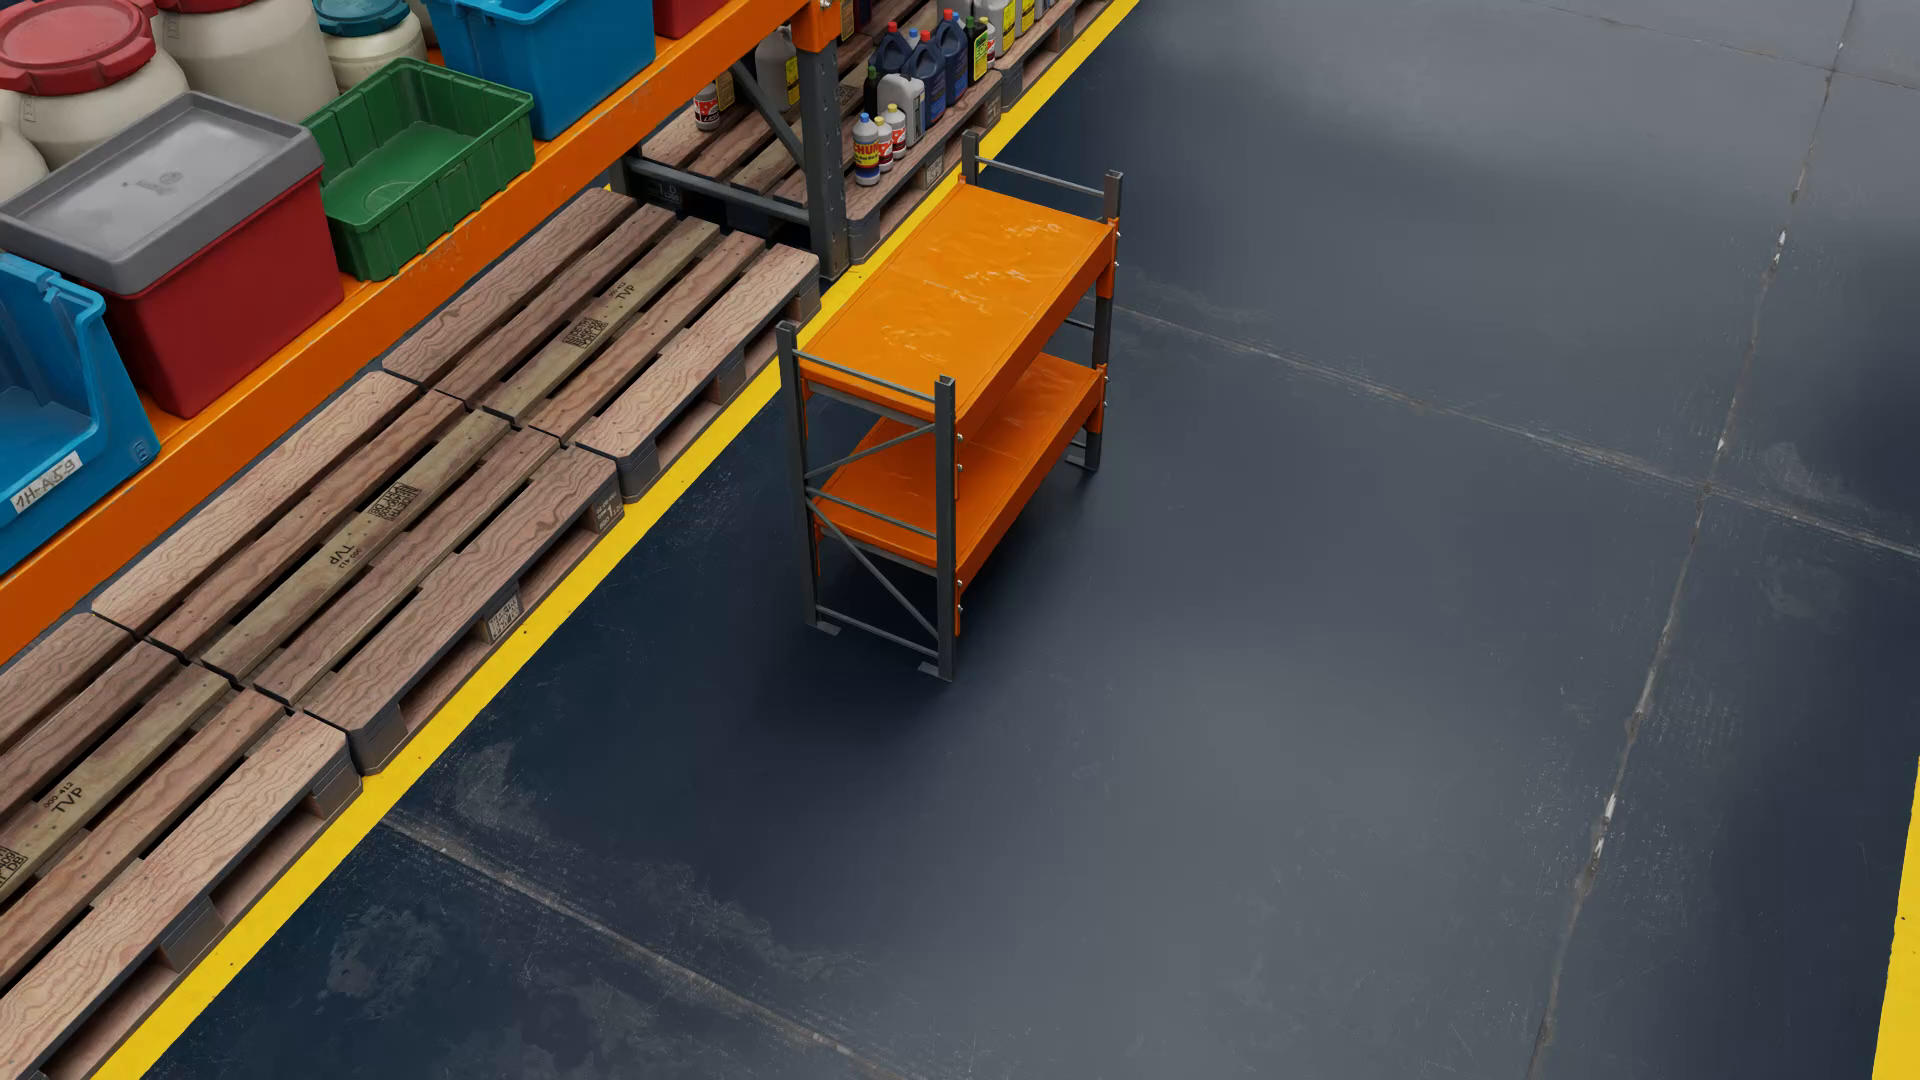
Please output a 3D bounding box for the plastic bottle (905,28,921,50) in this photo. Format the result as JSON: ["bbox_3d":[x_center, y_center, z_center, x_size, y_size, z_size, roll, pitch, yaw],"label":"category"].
[{"bbox_3d":[-0.184,-1.910,6.638,0.097,0.271,0.097,0,45,0],"label":"plastic bottle"}]

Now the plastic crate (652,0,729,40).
[{"bbox_3d":[-0.840,-1.828,4.903,0.402,0.464,0.583,20,49,19],"label":"plastic crate"}]

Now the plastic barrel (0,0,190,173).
[{"bbox_3d":[-2.066,-0.994,4.028,0.433,0.535,0.433,0,45,0],"label":"plastic barrel"}]

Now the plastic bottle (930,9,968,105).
[{"bbox_3d":[-0.056,-1.926,6.597,0.144,0.351,0.185,19,48,17],"label":"plastic bottle"}]

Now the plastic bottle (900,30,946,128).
[{"bbox_3d":[-0.144,-1.807,6.480,0.144,0.351,0.185,22,49,20],"label":"plastic bottle"}]

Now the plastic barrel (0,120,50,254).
[{"bbox_3d":[-2.259,-0.715,3.769,0.421,0.512,0.421,0,45,0],"label":"plastic barrel"}]

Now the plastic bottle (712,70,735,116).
[{"bbox_3d":[-0.955,-1.824,6.544,0.061,0.283,0.133,23,50,21],"label":"plastic bottle"}]

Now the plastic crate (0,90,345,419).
[{"bbox_3d":[-1.722,-0.631,3.720,0.402,0.464,0.583,20,49,19],"label":"plastic crate"}]

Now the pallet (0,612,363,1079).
[{"bbox_3d":[-2.349,0.813,4.298,1.003,0.211,1.213,20,49,19],"label":"pallet"}]

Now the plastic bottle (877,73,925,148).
[{"bbox_3d":[-0.224,-1.678,6.405,0.152,0.276,0.135,22,49,20],"label":"plastic bottle"}]

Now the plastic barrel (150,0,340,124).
[{"bbox_3d":[-1.865,-1.267,4.298,0.433,0.535,0.433,0,45,0],"label":"plastic barrel"}]

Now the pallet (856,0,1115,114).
[{"bbox_3d":[0.028,-2.412,7.486,1.003,0.211,1.213,20,49,19],"label":"pallet"}]

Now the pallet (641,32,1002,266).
[{"bbox_3d":[-0.537,-1.641,6.723,1.003,0.211,1.213,20,49,19],"label":"pallet"}]

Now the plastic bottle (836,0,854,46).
[{"bbox_3d":[-0.501,-2.219,6.935,0.061,0.283,0.133,20,49,19],"label":"plastic bottle"}]

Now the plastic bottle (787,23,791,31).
[{"bbox_3d":[-0.611,-1.998,6.721,0.152,0.276,0.135,20,49,19],"label":"plastic bottle"}]

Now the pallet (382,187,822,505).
[{"bbox_3d":[-1.216,-0.724,5.817,1.003,0.211,1.213,20,49,19],"label":"pallet"}]

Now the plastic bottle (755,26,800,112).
[{"bbox_3d":[-0.715,-1.889,6.561,0.144,0.351,0.185,20,49,19],"label":"plastic bottle"}]

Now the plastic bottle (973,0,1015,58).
[{"bbox_3d":[0.141,-2.193,6.862,0.144,0.351,0.185,20,49,19],"label":"plastic bottle"}]

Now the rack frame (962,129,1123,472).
[{"bbox_3d":[0.233,-0.711,5.162,0.500,1.125,0.032,20,49,19],"label":"rack frame"}]

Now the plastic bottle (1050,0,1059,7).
[{"bbox_3d":[0.365,-2.477,7.195,0.152,0.276,0.135,21,49,19],"label":"plastic bottle"}]

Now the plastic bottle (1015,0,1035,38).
[{"bbox_3d":[0.227,-2.311,6.978,0.144,0.351,0.185,22,49,21],"label":"plastic bottle"}]

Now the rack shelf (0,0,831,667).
[{"bbox_3d":[-1.815,-0.699,4.338,1.077,0.370,4.000,20,49,19],"label":"rack shelf"}]

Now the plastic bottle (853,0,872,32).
[{"bbox_3d":[-0.430,-2.303,7.018,0.061,0.283,0.133,20,49,19],"label":"plastic bottle"}]

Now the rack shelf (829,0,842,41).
[{"bbox_3d":[0.042,-3.219,6.828,1.077,0.370,4.000,20,49,19],"label":"rack shelf"}]

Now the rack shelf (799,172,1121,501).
[{"bbox_3d":[-0.003,-0.597,4.638,0.538,0.278,1.000,20,49,19],"label":"rack shelf"}]

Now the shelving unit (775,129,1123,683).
[{"bbox_3d":[-0.003,-0.391,4.846,0.538,1.125,1.048,20,49,19],"label":"shelving unit"}]

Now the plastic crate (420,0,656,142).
[{"bbox_3d":[-1.123,-1.408,4.544,0.392,0.384,0.575,20,49,19],"label":"plastic crate"}]

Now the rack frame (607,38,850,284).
[{"bbox_3d":[-0.886,-2.212,5.327,1.000,3.000,0.127,20,49,19],"label":"rack frame"}]

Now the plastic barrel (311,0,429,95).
[{"bbox_3d":[-1.636,-1.380,4.602,0.301,0.262,0.301,0,45,0],"label":"plastic barrel"}]

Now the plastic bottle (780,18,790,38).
[{"bbox_3d":[-0.753,-2.057,6.727,0.144,0.351,0.185,18,48,17],"label":"plastic bottle"}]

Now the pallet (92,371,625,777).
[{"bbox_3d":[-1.782,0.047,5.055,1.003,0.211,1.213,20,49,19],"label":"pallet"}]

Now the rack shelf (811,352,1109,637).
[{"bbox_3d":[-0.003,-0.219,5.020,0.538,0.278,1.000,20,49,19],"label":"rack shelf"}]

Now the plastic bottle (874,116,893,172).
[{"bbox_3d":[-0.303,-1.503,6.284,0.097,0.201,0.097,0,45,0],"label":"plastic bottle"}]

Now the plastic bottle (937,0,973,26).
[{"bbox_3d":[-0.002,-2.200,6.921,0.152,0.276,0.135,20,49,19],"label":"plastic bottle"}]

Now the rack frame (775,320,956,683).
[{"bbox_3d":[-0.239,-0.071,4.529,0.500,1.125,0.032,20,49,19],"label":"rack frame"}]

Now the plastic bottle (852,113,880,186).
[{"bbox_3d":[-0.350,-1.463,6.196,0.097,0.271,0.097,0,45,0],"label":"plastic bottle"}]

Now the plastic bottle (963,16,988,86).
[{"bbox_3d":[0.057,-1.992,6.710,0.061,0.283,0.133,23,50,21],"label":"plastic bottle"}]

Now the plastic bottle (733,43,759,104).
[{"bbox_3d":[-0.842,-1.936,6.608,0.144,0.351,0.185,19,48,18],"label":"plastic bottle"}]

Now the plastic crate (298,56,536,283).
[{"bbox_3d":[-1.445,-0.947,4.226,0.450,0.188,0.662,20,49,19],"label":"plastic crate"}]

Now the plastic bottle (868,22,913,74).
[{"bbox_3d":[-0.272,-1.854,6.527,0.144,0.351,0.185,20,49,19],"label":"plastic bottle"}]

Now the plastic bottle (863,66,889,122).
[{"bbox_3d":[-0.319,-1.715,6.437,0.061,0.283,0.133,20,49,19],"label":"plastic bottle"}]

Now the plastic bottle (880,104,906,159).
[{"bbox_3d":[-0.256,-1.567,6.348,0.097,0.201,0.097,0,45,0],"label":"plastic bottle"}]

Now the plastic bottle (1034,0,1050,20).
[{"bbox_3d":[0.301,-2.390,7.109,0.152,0.276,0.135,19,48,18],"label":"plastic bottle"}]

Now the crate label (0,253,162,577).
[{"bbox_3d":[-2.042,-0.241,3.354,0.502,0.435,0.616,20,49,19],"label":"crate label"}]

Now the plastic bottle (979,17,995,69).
[{"bbox_3d":[0.096,-2.044,6.819,0.097,0.201,0.097,0,45,0],"label":"plastic bottle"}]

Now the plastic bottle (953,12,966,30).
[{"bbox_3d":[-0.021,-2.003,6.729,0.097,0.271,0.097,0,45,0],"label":"plastic bottle"}]

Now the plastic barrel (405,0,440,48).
[{"bbox_3d":[-1.525,-1.729,4.754,0.433,0.535,0.433,0,45,0],"label":"plastic barrel"}]

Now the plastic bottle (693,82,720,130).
[{"bbox_3d":[-0.994,-1.714,6.493,0.097,0.201,0.097,0,45,0],"label":"plastic bottle"}]
